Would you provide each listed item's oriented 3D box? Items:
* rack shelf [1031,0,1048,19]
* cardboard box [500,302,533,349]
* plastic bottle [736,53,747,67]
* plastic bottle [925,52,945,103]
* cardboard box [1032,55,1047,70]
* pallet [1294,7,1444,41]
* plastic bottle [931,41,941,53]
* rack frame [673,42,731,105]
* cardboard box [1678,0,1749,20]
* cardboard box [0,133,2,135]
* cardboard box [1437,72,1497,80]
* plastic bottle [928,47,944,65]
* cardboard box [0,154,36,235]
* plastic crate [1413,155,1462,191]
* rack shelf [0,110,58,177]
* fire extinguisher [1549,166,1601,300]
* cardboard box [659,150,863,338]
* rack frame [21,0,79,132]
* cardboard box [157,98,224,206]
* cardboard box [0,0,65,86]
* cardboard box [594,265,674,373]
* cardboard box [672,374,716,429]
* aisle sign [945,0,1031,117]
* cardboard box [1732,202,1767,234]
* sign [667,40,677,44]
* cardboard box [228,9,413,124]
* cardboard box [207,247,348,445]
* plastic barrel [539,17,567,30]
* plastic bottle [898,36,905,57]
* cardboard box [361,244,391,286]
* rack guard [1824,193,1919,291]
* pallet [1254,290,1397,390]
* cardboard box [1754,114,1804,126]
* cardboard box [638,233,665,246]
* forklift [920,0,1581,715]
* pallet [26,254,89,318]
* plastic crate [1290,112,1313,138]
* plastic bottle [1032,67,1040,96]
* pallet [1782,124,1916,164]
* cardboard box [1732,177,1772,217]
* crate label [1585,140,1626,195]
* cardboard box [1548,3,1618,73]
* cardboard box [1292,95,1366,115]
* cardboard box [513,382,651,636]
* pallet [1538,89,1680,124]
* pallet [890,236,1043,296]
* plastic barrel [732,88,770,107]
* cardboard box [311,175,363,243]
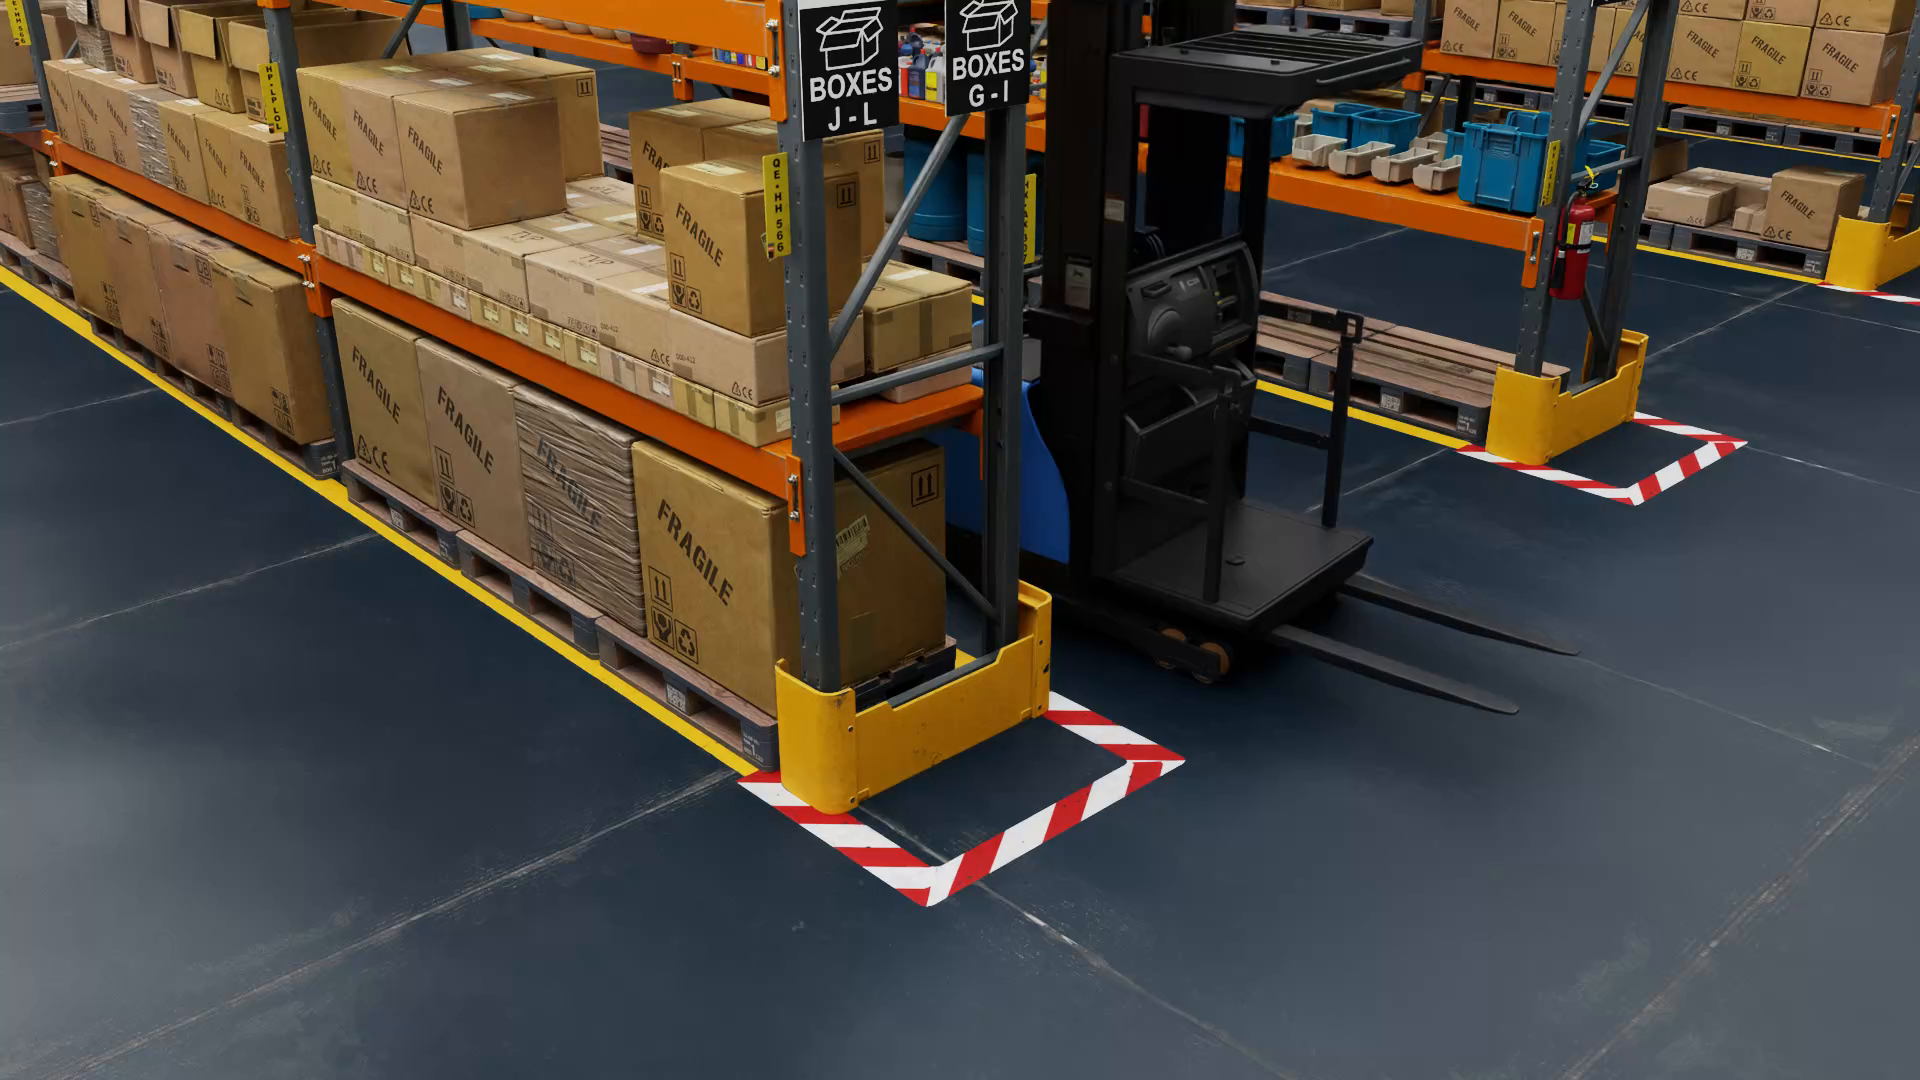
[{"bbox_3d":[0.227,-6.088,18.848,1.077,0.370,4.000,-21,32,-38],"label":"rack shelf"},{"bbox_3d":[-1.700,-0.940,6.999,0.380,0.149,0.250,-20,32,-37],"label":"cardboard box"},{"bbox_3d":[-1.773,-4.017,13.582,0.061,0.283,0.133,-21,32,-38],"label":"plastic bottle"},{"bbox_3d":[-0.158,-3.357,12.054,0.144,0.351,0.185,-21,32,-38],"label":"plastic bottle"},{"bbox_3d":[1.056,-5.094,17.933,0.500,0.311,0.500,-20,31,-37],"label":"cardboard box"},{"bbox_3d":[3.861,-4.783,15.353,1.003,0.211,1.213,-21,32,-38],"label":"pallet"},{"bbox_3d":[-0.180,-3.777,13.071,0.097,0.271,0.097,0,25,0],"label":"plastic bottle"},{"bbox_3d":[-2.025,-4.406,14.293,1.000,3.000,0.127,-21,32,-38],"label":"rack frame"},{"bbox_3d":[5.853,-4.252,12.631,0.500,0.500,0.500,-20,31,-37],"label":"cardboard box"},{"bbox_3d":[-8.618,-3.399,14.592,0.500,0.500,0.500,-22,33,-40],"label":"cardboard box"},{"bbox_3d":[6.208,-5.902,19.657,0.750,0.750,0.750,-21,32,-39],"label":"cardboard box"},{"bbox_3d":[-0.179,-3.454,12.266,0.144,0.351,0.185,-21,32,-38],"label":"plastic bottle"},{"bbox_3d":[-7.275,-2.764,13.176,0.500,0.500,0.700,20,32,37],"label":"cardboard box"},{"bbox_3d":[2.754,-2.085,9.451,0.396,0.136,0.243,-21,32,-38],"label":"plastic crate"},{"bbox_3d":[-7.007,-3.279,12.691,1.077,0.370,4.000,-21,32,-38],"label":"rack shelf"},{"bbox_3d":[3.215,-1.602,8.691,0.296,0.674,0.183,-21,32,-38],"label":"fire extinguisher"},{"bbox_3d":[-0.697,-1.058,5.874,0.500,0.500,0.500,-21,32,-38],"label":"cardboard box"},{"bbox_3d":[-5.640,-3.000,11.213,1.000,3.000,0.127,-21,32,-38],"label":"rack frame"},{"bbox_3d":[-4.120,-2.207,9.352,0.500,0.500,0.500,-22,32,-39],"label":"cardboard box"},{"bbox_3d":[-6.493,-3.530,11.748,0.700,0.500,0.500,-16,29,-31],"label":"cardboard box"},{"bbox_3d":[-1.043,-0.869,6.364,0.500,0.250,0.500,-22,32,-39],"label":"cardboard box"},{"bbox_3d":[-0.835,-0.555,6.156,0.380,0.149,0.250,-21,32,-38],"label":"cardboard box"},{"bbox_3d":[0.096,-1.823,5.499,0.394,0.787,0.004,-21,32,-38],"label":"aisle sign"},{"bbox_3d":[6.299,-2.540,13.087,0.380,0.166,0.250,-21,32,-38],"label":"cardboard box"},{"bbox_3d":[-2.421,-4.322,13.912,0.100,0.325,0.005,-21,32,-38],"label":"sign"},{"bbox_3d":[-3.349,-2.482,8.747,0.797,0.503,0.637,-22,33,-40],"label":"cardboard box"},{"bbox_3d":[-3.358,-1.201,9.323,1.225,0.875,0.875,-21,32,-38],"label":"cardboard box"},{"bbox_3d":[-3.763,-5.105,15.662,0.433,0.535,0.433,0,25,0],"label":"plastic barrel"},{"bbox_3d":[-0.482,-3.891,13.306,0.061,0.283,0.133,-21,32,-38],"label":"plastic bottle"},{"bbox_3d":[-2.587,-1.331,7.857,0.380,0.149,0.250,-20,31,-37],"label":"cardboard box"},{"bbox_3d":[7.010,-2.272,12.627,1.175,0.500,0.348,-21,32,-38],"label":"rack guard"},{"bbox_3d":[2.078,-1.344,10.941,1.003,0.211,1.213,-21,32,-38],"label":"pallet"},{"bbox_3d":[8.718,-4.649,17.333,0.700,0.500,0.500,-22,32,-39],"label":"cardboard box"},{"bbox_3d":[-1.004,-1.175,7.033,0.500,0.250,0.500,23,33,40],"label":"cardboard box"},{"bbox_3d":[1.146,-0.984,6.875,3.031,2.935,1.130,19,31,36],"label":"forklift"},{"bbox_3d":[-6.173,-1.969,12.312,1.003,0.211,1.213,-21,32,-38],"label":"pallet"},{"bbox_3d":[2.119,-2.659,10.709,0.293,0.136,0.466,-21,32,-38],"label":"plastic crate"},{"bbox_3d":[0.587,-3.406,12.341,0.097,0.201,0.097,0,25,0],"label":"plastic bottle"},{"bbox_3d":[9.242,-4.113,17.012,1.003,0.211,1.213,-21,32,-38],"label":"pallet"},{"bbox_3d":[6.555,-2.732,13.407,0.500,0.250,0.500,-21,32,-38],"label":"cardboard box"},{"bbox_3d":[3.515,-2.101,9.371,0.416,0.233,0.303,-21,32,-38],"label":"crate label"},{"bbox_3d":[5.170,-4.105,13.514,0.500,0.500,0.500,-21,32,-39],"label":"cardboard box"},{"bbox_3d":[3.449,-3.881,15.625,0.500,0.500,0.500,-21,32,-38],"label":"cardboard box"},{"bbox_3d":[-1.290,-0.248,7.234,0.875,0.875,0.875,-21,32,-38],"label":"cardboard box"},{"bbox_3d":[7.359,-4.948,18.842,1.003,0.211,1.213,-21,32,-38],"label":"pallet"},{"bbox_3d":[0.212,-2.171,12.754,1.003,0.211,1.213,-21,32,-38],"label":"pallet"},{"bbox_3d":[-1.678,-3.466,14.342,0.600,0.830,0.708,-21,32,-38],"label":"plastic barrel"},{"bbox_3d":[-2.776,-1.639,8.051,0.500,0.250,0.500,-22,32,-39],"label":"cardboard box"}]
